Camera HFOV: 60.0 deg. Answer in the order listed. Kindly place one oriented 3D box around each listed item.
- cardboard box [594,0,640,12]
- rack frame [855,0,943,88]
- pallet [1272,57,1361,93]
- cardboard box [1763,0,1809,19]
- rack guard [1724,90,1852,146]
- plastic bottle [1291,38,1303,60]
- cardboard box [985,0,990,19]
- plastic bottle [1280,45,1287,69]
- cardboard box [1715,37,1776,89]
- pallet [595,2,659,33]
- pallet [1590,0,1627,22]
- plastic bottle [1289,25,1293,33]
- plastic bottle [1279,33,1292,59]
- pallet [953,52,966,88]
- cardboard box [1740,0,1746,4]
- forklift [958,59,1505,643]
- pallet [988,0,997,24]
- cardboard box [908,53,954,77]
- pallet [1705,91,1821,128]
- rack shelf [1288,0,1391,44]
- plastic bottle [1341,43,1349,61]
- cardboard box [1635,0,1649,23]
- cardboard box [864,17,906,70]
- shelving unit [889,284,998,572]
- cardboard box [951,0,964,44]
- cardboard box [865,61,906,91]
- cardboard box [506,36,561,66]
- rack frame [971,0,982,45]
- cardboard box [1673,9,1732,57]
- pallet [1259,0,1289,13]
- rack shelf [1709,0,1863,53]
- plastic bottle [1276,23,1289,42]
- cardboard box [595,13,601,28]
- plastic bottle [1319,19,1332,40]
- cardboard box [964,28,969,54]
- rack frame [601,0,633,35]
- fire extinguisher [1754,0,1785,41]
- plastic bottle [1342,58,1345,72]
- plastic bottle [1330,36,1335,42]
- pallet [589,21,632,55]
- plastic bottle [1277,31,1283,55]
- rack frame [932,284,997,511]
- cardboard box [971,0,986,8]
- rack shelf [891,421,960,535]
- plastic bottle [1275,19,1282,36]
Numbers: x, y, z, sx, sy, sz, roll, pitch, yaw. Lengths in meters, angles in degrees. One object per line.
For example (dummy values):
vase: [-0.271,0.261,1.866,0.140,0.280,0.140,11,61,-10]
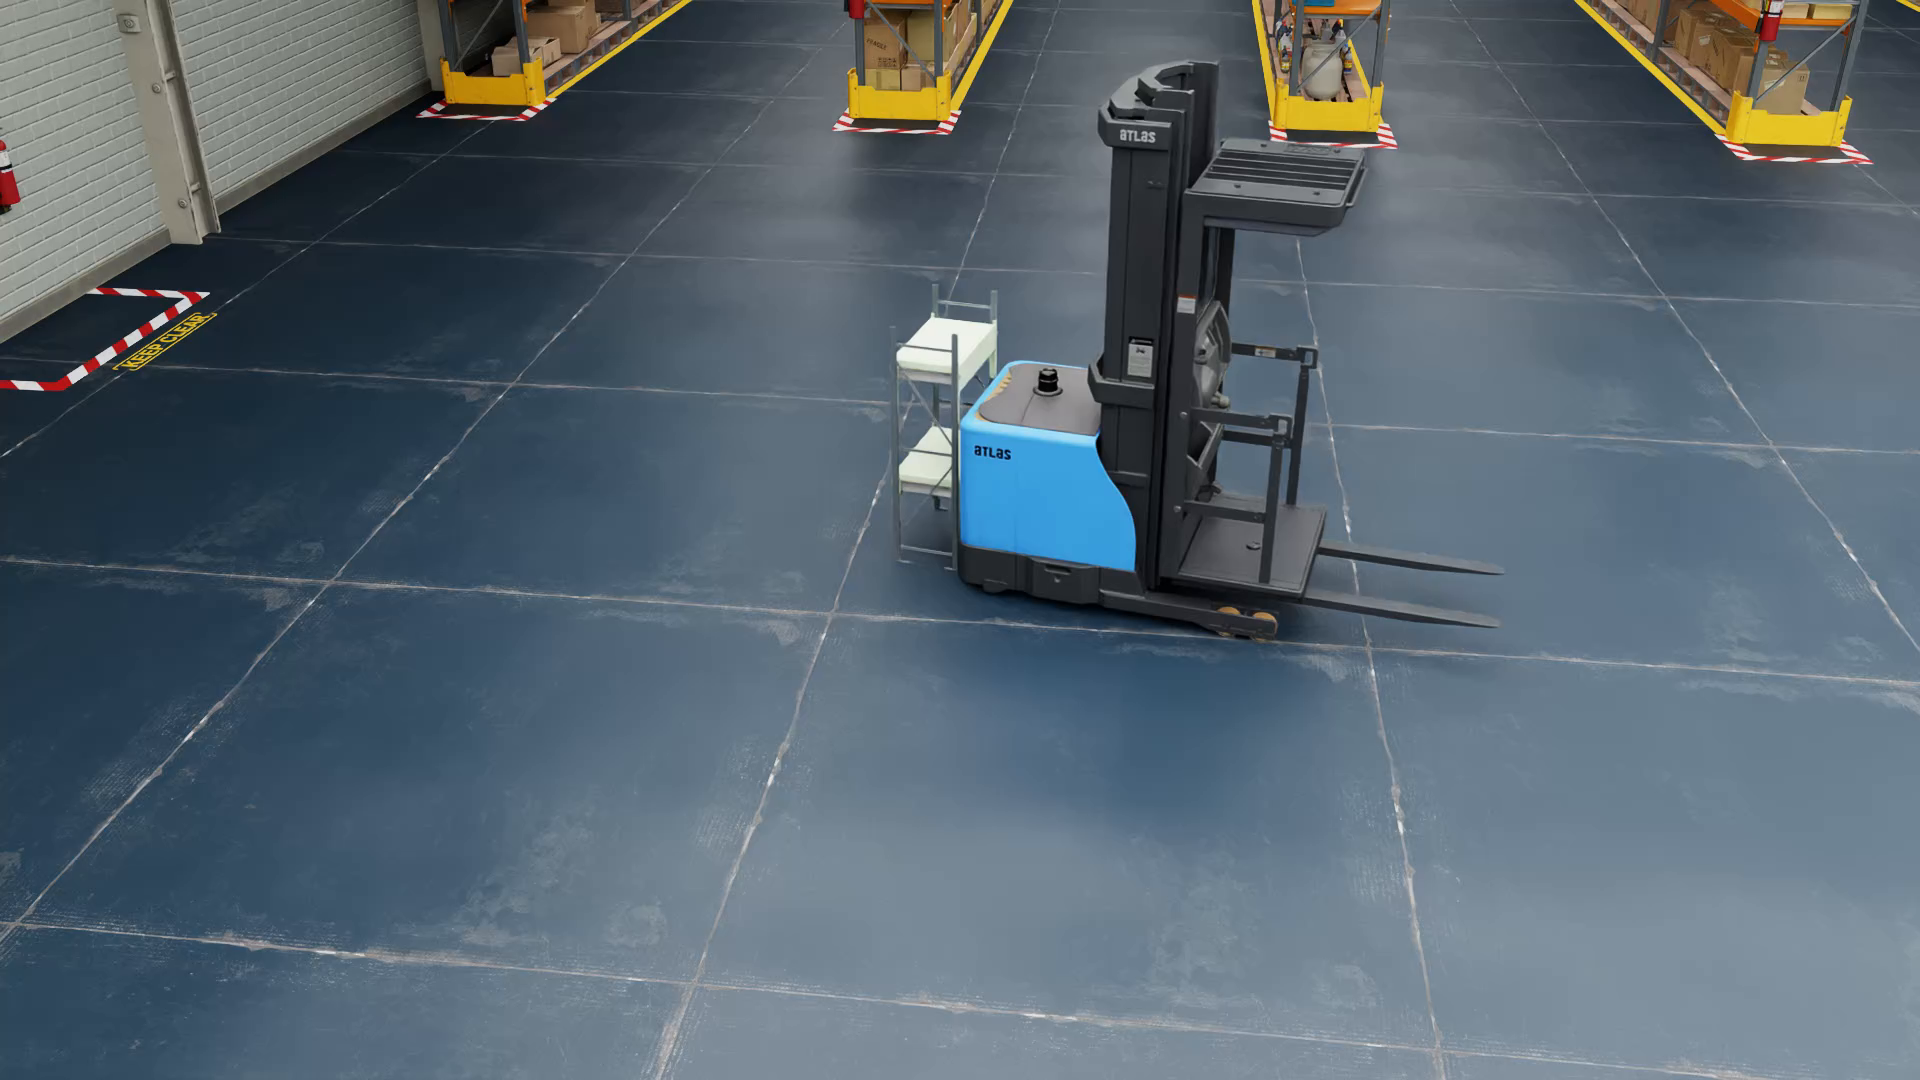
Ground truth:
cardboard box: [-5.052,-7.912,23.945,0.700,0.500,0.500,4,29,8]
rack frame: [-0.699,-6.302,18.786,1.000,3.000,0.127,3,28,6]
pallet: [4.436,-5.778,20.753,1.003,0.211,1.213,3,28,6]
cardboard box: [8.962,-5.760,18.045,0.380,0.149,0.250,3,28,6]
rack guard: [9.141,-4.660,18.373,1.175,0.500,0.348,3,28,6]
plastic bottle: [4.271,-6.249,21.094,0.152,0.276,0.135,3,28,6]
cardboard box: [0.150,-7.576,23.605,0.500,0.250,0.500,4,29,7]
plastic bottle: [4.002,-5.957,20.544,0.061,0.283,0.133,4,29,7]
cardboard box: [9.360,-5.679,19.822,0.500,0.500,0.500,6,29,11]
pallet: [-5.032,-7.610,24.154,1.003,0.211,1.213,3,28,6]
pallet: [10.015,-7.895,24.682,1.003,0.211,1.213,3,28,6]
plastic bottle: [4.339,-6.559,21.591,0.144,0.351,0.185,3,28,6]
plastic bottle: [4.098,-6.191,20.908,0.144,0.351,0.185,5,29,8]
pallet: [-0.495,-6.010,21.183,1.003,0.211,1.213,3,28,6]
cardboard box: [9.019,-6.116,18.704,0.380,0.149,0.250,3,28,6]
forklift: [1.561,-1.005,9.026,3.031,2.935,1.130,9,30,16]
pallet: [-0.011,-7.883,24.659,1.003,0.211,1.213,3,28,6]
cardboard box: [-0.355,-5.752,20.220,0.500,0.250,0.500,3,28,6]
pallet: [9.276,-4.913,19.148,1.003,0.211,1.213,3,28,6]
rack shelf: [4.461,-6.637,20.166,1.077,0.370,4.000,3,28,6]
plastic bottle: [4.802,-6.049,20.728,0.097,0.271,0.097,0,28,0]
cardboard box: [9.864,-7.476,23.135,0.700,0.500,0.500,1,28,2]
cardboard box: [-0.929,-5.877,19.661,0.500,0.500,0.500,3,28,6]
shelving unit: [-0.088,-0.670,9.913,0.431,1.500,0.755,9,30,16]
cardboard box: [-0.226,-6.552,20.915,0.500,0.500,0.500,3,28,6]
cardboard box: [-0.927,-5.546,19.839,0.500,0.250,0.500,3,28,6]
cardboard box: [-5.372,-6.187,20.943,0.500,0.311,0.500,6,29,10]
rack frame: [-0.209,-8.185,22.281,1.000,3.000,0.127,3,28,6]
cardboard box: [9.533,-6.506,21.357,0.500,0.500,0.500,3,28,5]
pallet: [5.063,-8.188,25.227,1.003,0.211,1.213,3,28,6]
rack shelf: [9.377,-6.350,19.632,1.077,0.370,4.000,3,28,6]
plastic bottle: [4.220,-6.612,21.768,0.152,0.276,0.135,4,29,8]
cardboard box: [-5.162,-7.164,22.909,0.380,0.166,0.250,0,28,0]
plastic bottle: [4.770,-6.612,21.689,0.144,0.351,0.185,3,28,6]
cardboard box: [-0.167,-6.458,21.530,0.500,0.250,0.500,3,28,6]
rack frame: [-5.126,-8.471,22.812,1.000,3.000,0.127,3,28,6]
fire extinguisher: [8.661,-5.664,17.682,0.296,0.674,0.183,3,28,6]
plastic bottle: [4.760,-5.859,20.448,0.097,0.201,0.097,0,28,0]
plastic bottle: [4.721,-6.261,21.109,0.061,0.283,0.133,3,28,6]
pallet: [-5.173,-6.926,22.882,1.003,0.211,1.213,3,28,6]
plastic bottle: [4.111,-6.373,21.318,0.061,0.283,0.133,5,29,8]
rack frame: [0.027,-0.835,10.219,0.400,1.500,0.023,9,30,16]
cardboard box: [0.089,-7.587,23.034,0.500,0.311,0.500,3,29,6]
rack shelf: [-0.088,-0.383,10.067,0.431,0.370,0.720,9,30,16]
plastic bottle: [4.232,-6.764,22.055,0.097,0.271,0.097,0,28,0]
